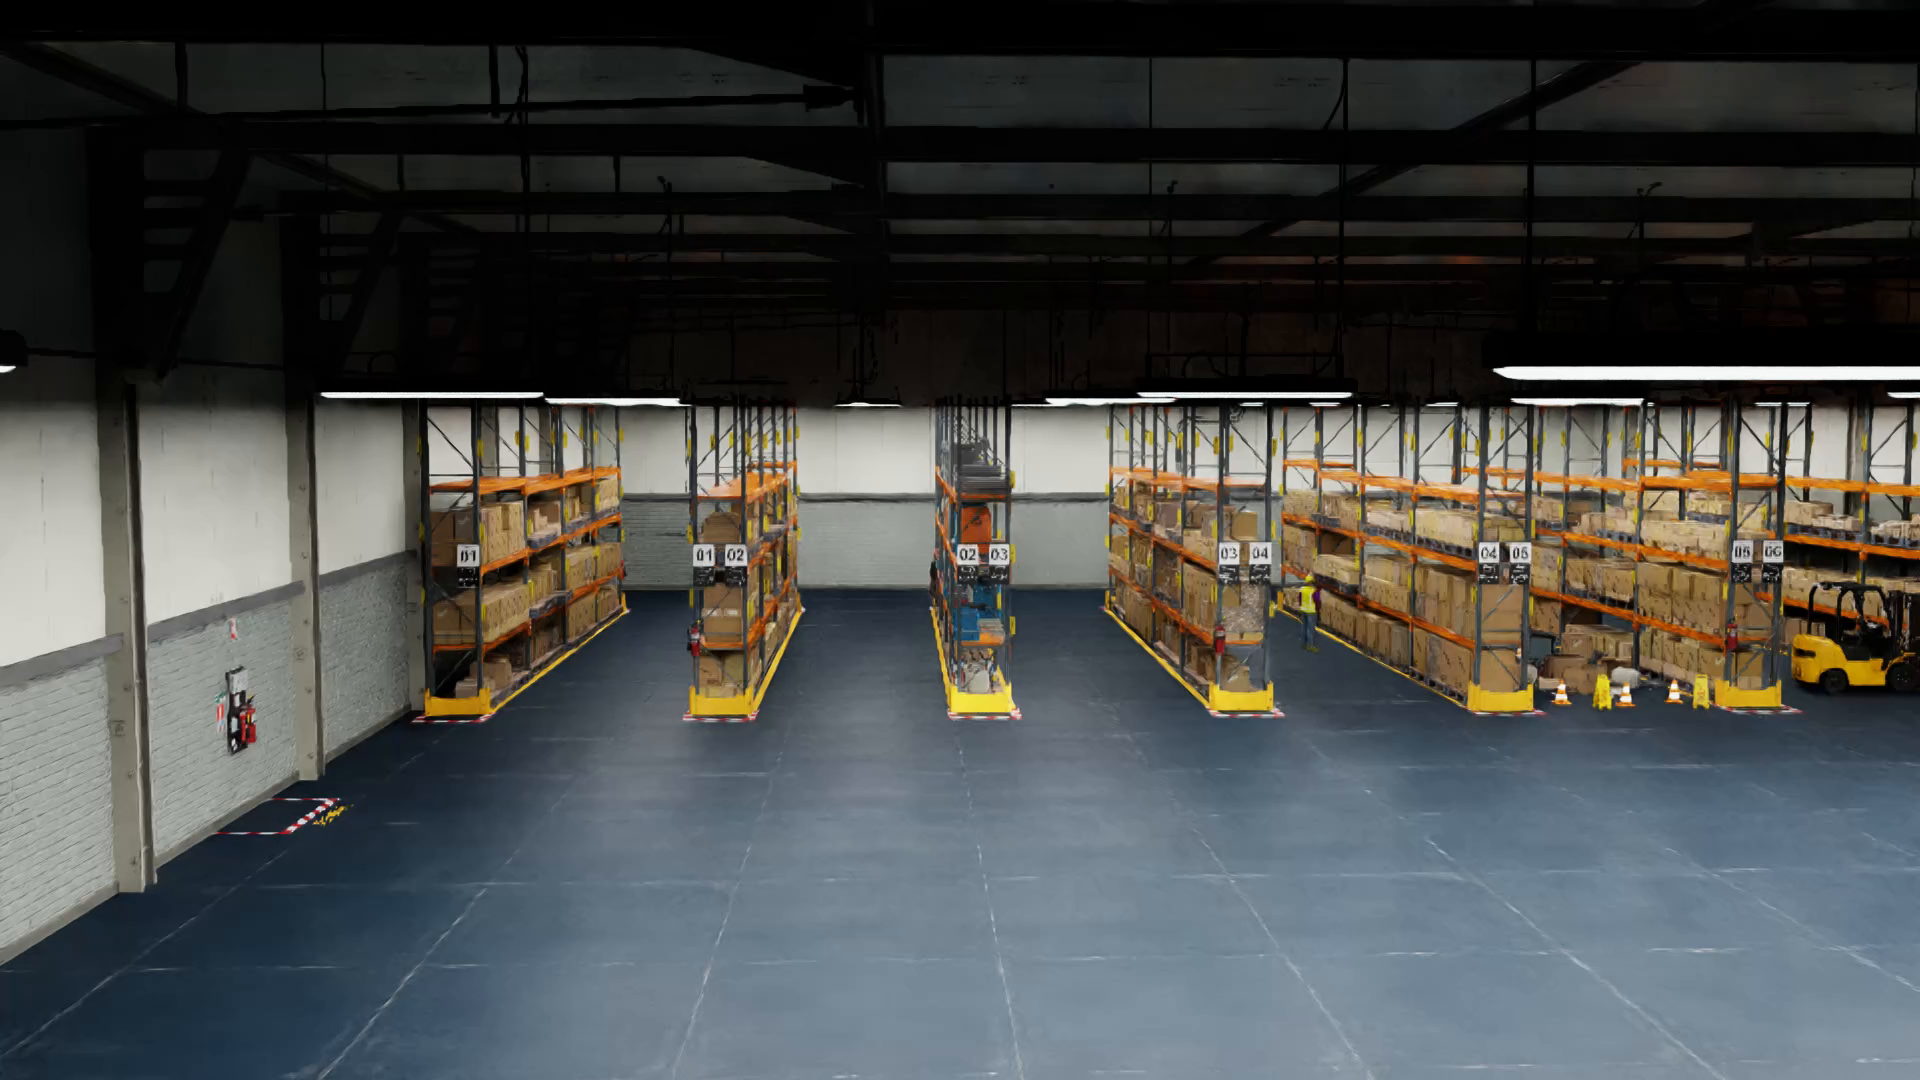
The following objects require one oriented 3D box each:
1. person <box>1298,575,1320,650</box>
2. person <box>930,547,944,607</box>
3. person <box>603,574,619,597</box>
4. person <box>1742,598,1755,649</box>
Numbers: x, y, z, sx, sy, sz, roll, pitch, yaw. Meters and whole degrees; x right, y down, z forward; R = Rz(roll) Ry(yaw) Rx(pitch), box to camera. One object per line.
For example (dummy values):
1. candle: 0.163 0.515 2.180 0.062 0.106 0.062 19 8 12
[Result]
1. person: 8.335 1.713 39.532 0.443 1.771 0.632 -3 5 -34
2. person: -0.591 1.062 46.404 0.442 1.687 0.654 -2 5 -27
3. person: -10.667 0.898 50.874 0.528 1.672 0.664 -4 6 -43
4. person: 16.846 2.020 35.628 0.576 1.768 0.626 3 5 30
